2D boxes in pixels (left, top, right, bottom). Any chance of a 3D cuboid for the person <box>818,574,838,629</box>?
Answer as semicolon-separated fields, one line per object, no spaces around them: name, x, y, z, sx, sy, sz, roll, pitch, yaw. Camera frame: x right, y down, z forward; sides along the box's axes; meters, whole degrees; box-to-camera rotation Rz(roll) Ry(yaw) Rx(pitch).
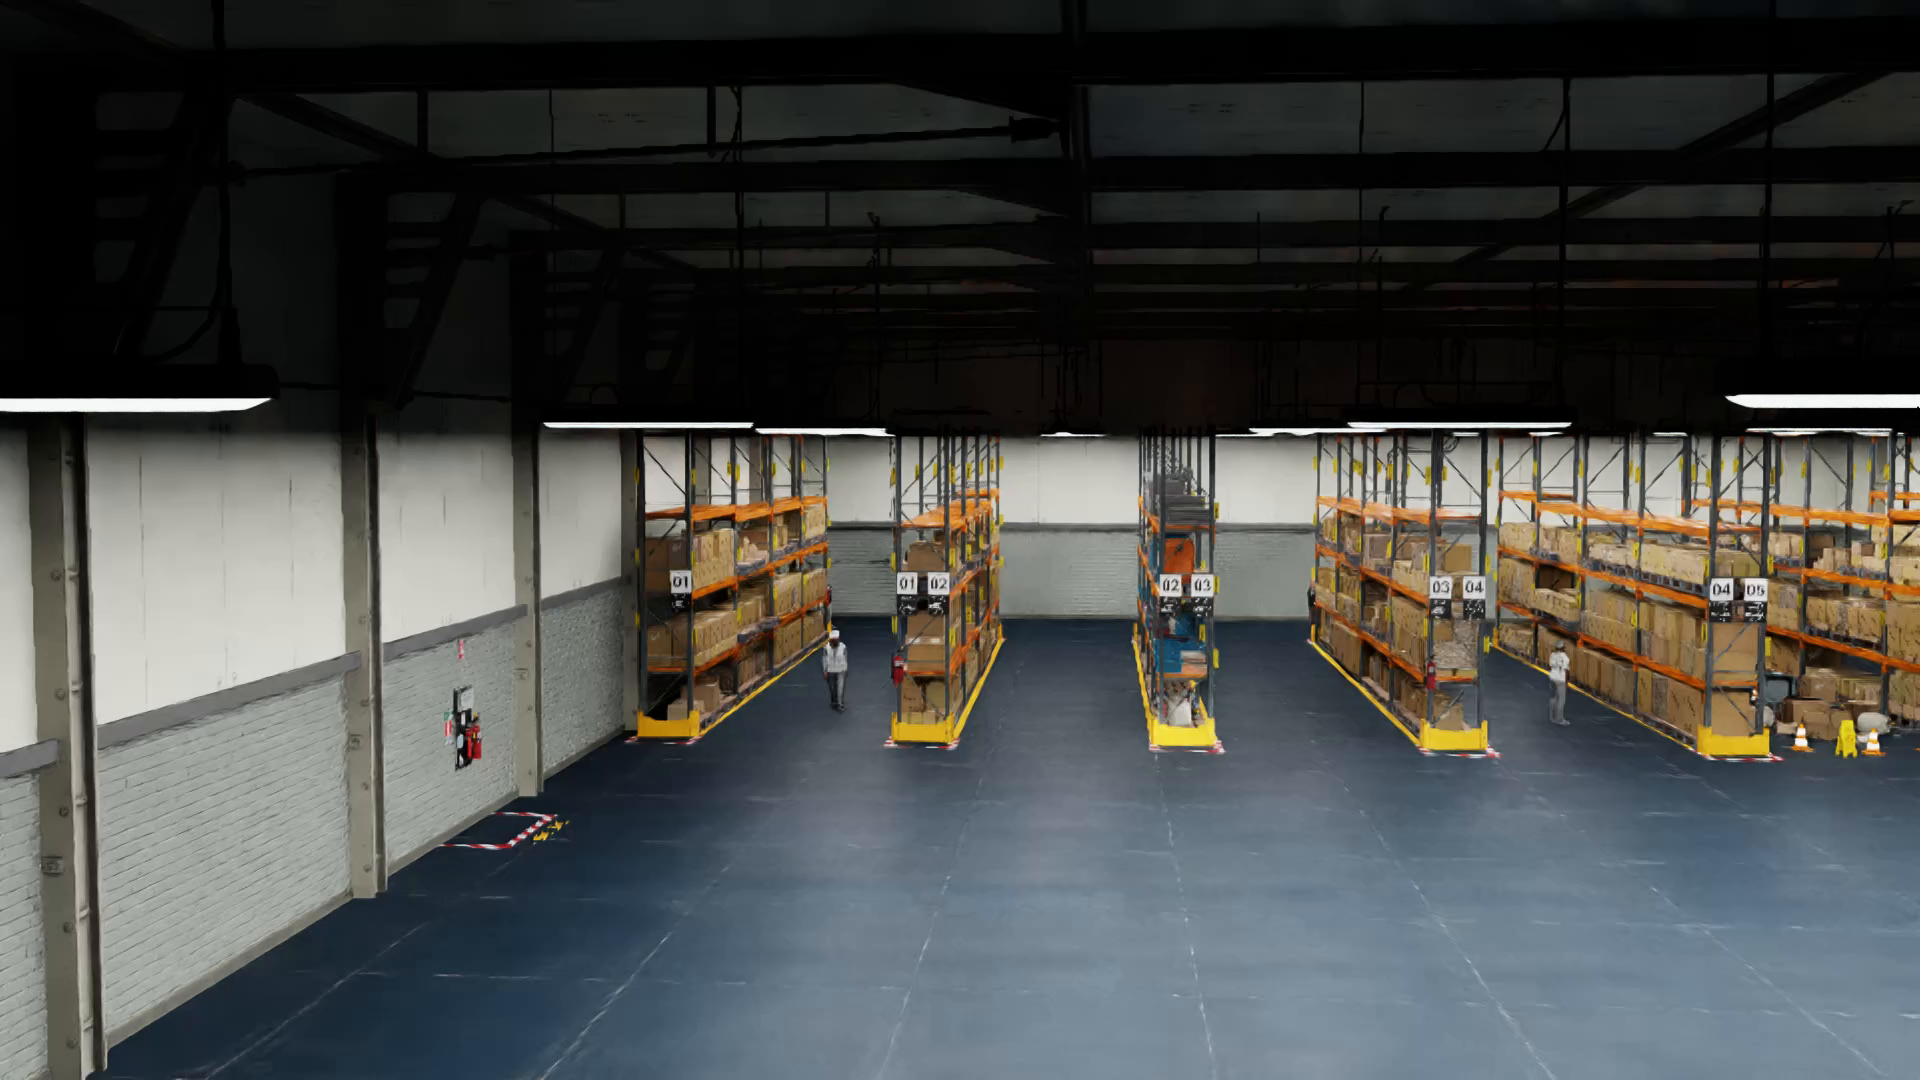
person;-4.034;1.850;49.752;0.516;1.672;0.672;3;4;38

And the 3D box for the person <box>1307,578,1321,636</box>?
person;10.347;1.945;48.194;0.579;1.702;0.551;3;5;41

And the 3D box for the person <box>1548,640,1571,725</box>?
person;12.061;2.841;33.412;0.417;1.677;0.502;-2;4;-25

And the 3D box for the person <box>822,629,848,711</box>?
person;-2.639;2.723;35.050;0.545;1.696;1.104;0;3;2
